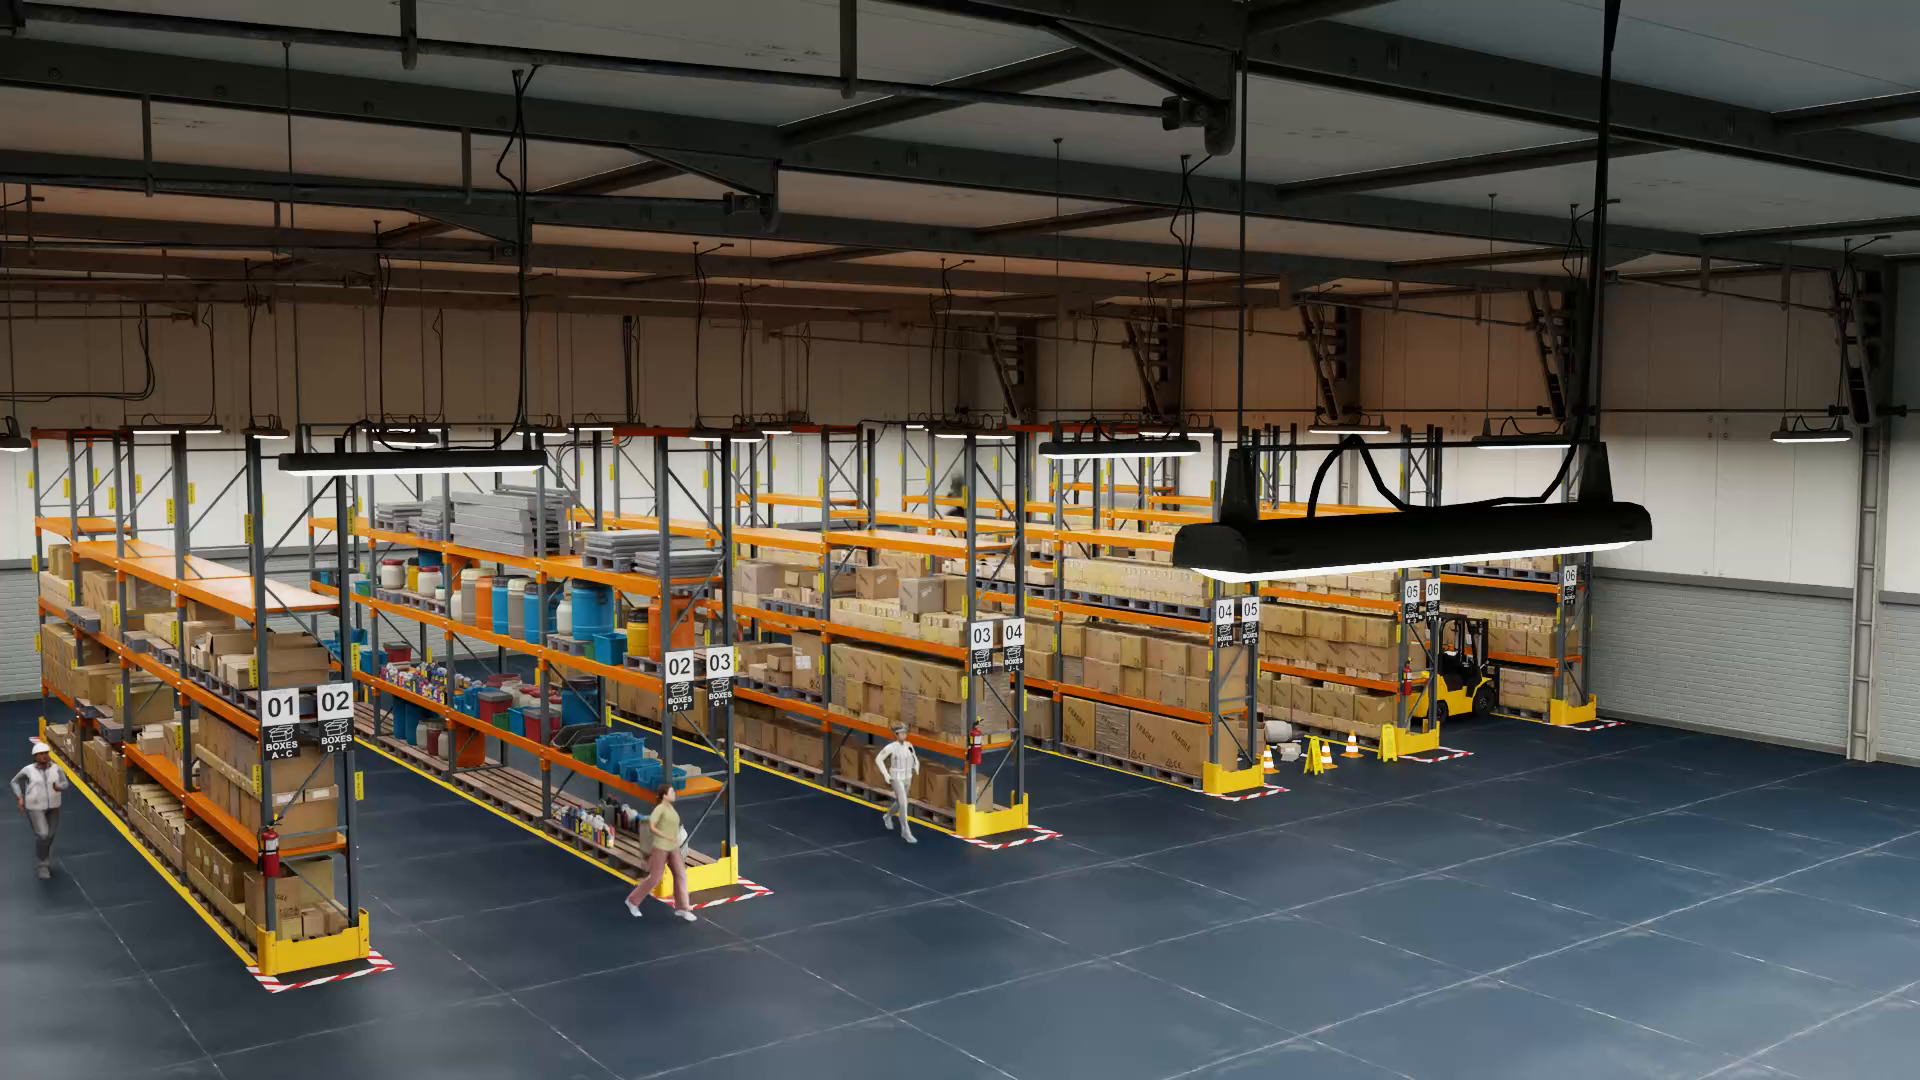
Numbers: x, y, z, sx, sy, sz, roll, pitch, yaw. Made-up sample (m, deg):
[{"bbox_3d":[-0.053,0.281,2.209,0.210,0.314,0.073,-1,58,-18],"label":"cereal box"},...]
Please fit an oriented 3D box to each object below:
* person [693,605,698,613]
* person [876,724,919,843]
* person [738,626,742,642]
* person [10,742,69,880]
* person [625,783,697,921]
[{"bbox_3d":[-6.739,2.320,40.356,0.830,1.701,0.937,3,6,37],"label":"person"},{"bbox_3d":[-0.890,3.553,24.563,0.621,1.711,0.834,-4,6,-41],"label":"person"},{"bbox_3d":[-5.284,2.511,38.074,0.671,1.691,0.677,-2,5,-27],"label":"person"},{"bbox_3d":[-12.485,3.669,22.646,0.767,1.833,0.625,4,6,39],"label":"person"},{"bbox_3d":[-3.641,3.864,20.740,0.909,1.653,0.642,1,5,18],"label":"person"}]
